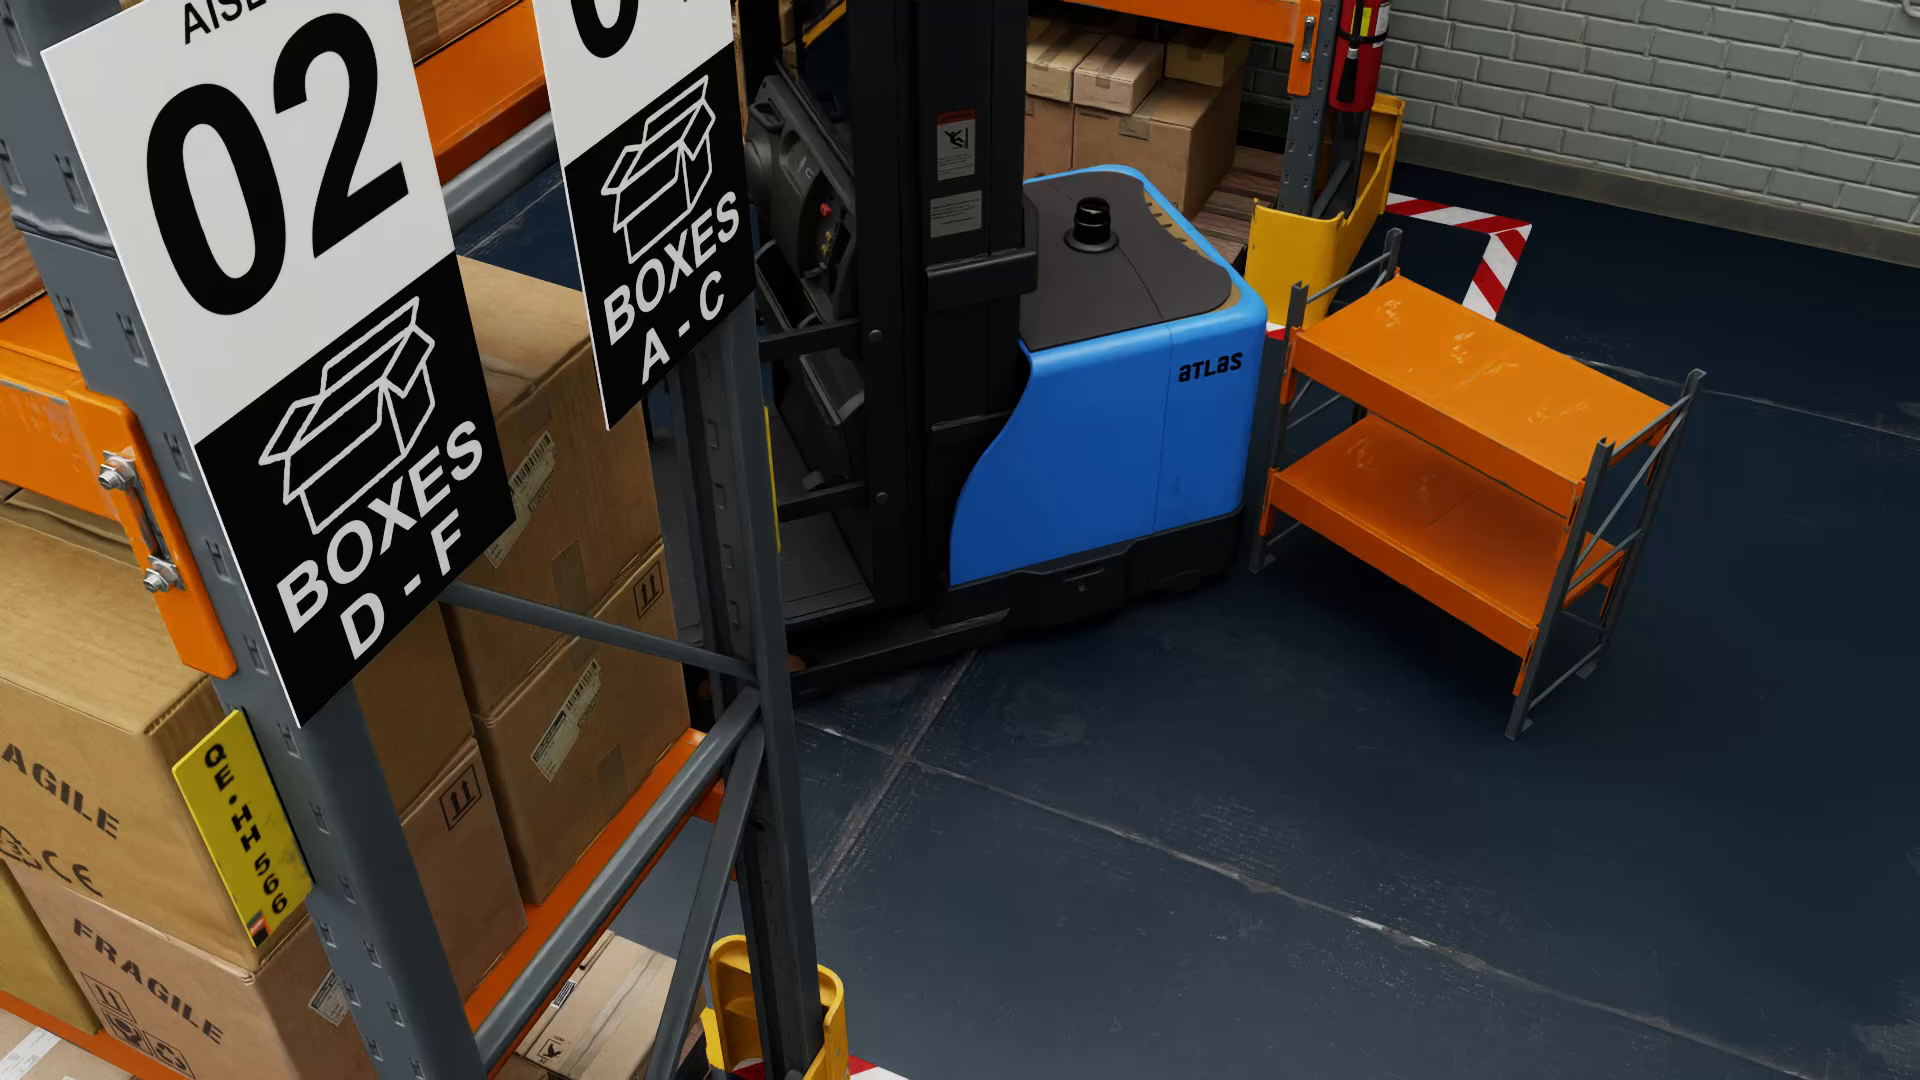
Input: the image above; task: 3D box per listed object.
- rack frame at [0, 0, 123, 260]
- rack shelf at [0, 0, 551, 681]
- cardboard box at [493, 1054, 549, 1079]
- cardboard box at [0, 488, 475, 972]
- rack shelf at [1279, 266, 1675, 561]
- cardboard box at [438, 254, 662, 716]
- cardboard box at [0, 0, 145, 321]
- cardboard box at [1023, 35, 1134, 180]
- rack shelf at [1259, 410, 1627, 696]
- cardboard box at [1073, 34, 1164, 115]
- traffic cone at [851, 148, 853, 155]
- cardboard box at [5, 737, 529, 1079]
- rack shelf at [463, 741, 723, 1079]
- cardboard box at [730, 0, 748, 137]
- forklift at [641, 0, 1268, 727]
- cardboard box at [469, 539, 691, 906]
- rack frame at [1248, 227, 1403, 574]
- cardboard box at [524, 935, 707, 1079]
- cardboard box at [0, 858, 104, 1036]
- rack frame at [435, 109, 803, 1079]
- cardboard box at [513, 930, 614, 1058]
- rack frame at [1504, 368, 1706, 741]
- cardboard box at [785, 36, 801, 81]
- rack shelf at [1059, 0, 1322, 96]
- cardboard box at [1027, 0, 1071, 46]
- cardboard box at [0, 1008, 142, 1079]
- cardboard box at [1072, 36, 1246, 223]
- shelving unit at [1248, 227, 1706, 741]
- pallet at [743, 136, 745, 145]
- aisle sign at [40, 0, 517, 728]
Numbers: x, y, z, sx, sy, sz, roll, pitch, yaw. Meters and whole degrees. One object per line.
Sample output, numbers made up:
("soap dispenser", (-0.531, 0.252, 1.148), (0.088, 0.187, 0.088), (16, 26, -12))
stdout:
("rack frame", (-0.578, -1.692, 0.832), (0.127, 3.000, 1.000), (17, 44, 19))
("rack shelf", (-2.391, -0.840, 2.689), (4.000, 0.370, 1.077), (17, 44, 19))
("cardboard box", (-1.175, 1.349, 3.476), (0.500, 0.500, 0.500), (17, 44, 19))
("cardboard box", (-1.098, 0.199, 2.390), (0.500, 0.500, 0.500), (17, 44, 18))
("rack shelf", (1.513, -0.401, 4.906), (0.538, 0.278, 1.000), (-30, 49, -30))
("cardboard box", (-0.869, -0.120, 2.759), (0.500, 0.500, 0.500), (18, 44, 20))
("cardboard box", (-1.155, -0.488, 1.847), (0.500, 0.250, 0.500), (17, 44, 19))
("cardboard box", (0.382, -1.853, 7.186), (0.500, 0.500, 0.700), (17, 44, 19))
("rack shelf", (1.513, 0.005, 5.258), (0.538, 0.278, 1.000), (-30, 49, -30))
("cardboard box", (0.643, -1.887, 6.730), (0.250, 0.149, 0.380), (16, 44, 18))
("traffic cone", (-0.216, -0.778, 4.994), (0.252, 1.202, 0.259), (17, 44, 19))
("cardboard box", (-1.099, 0.575, 2.720), (0.500, 0.500, 0.500), (18, 44, 20))
("rack shelf", (-2.391, 0.219, 3.607), (3.809, 0.124, 0.919), (17, 44, 19))
("cardboard box", (-1.024, -2.279, 7.677), (0.500, 0.500, 0.700), (17, 44, 18))
("forklift", (-0.636, -0.935, 4.591), (3.031, 2.935, 1.130), (-14, 43, -16))
("cardboard box", (-0.869, 0.258, 3.086), (0.500, 0.500, 0.500), (18, 44, 20))
("rack frame", (1.173, -0.427, 5.384), (0.500, 1.125, 0.032), (-30, 49, -30))
("cardboard box", (-0.813, 1.166, 3.955), (0.250, 0.149, 0.380), (17, 44, 19))
("cardboard box", (-1.571, 0.433, 2.884), (0.500, 0.500, 0.500), (17, 44, 19))
("rack frame", (-0.577, 0.573, 2.799), (0.053, 2.616, 0.949), (17, 44, 19))
("cardboard box", (-1.039, 1.090, 4.029), (0.250, 0.166, 0.380), (17, 44, 19))
("rack frame", (1.853, 0.068, 4.812), (0.500, 1.125, 0.032), (-30, 49, -30))
("cardboard box", (-0.560, -2.136, 7.512), (0.500, 0.500, 0.700), (18, 44, 20))
("rack shelf", (-0.300, -2.648, 7.064), (4.000, 0.370, 1.077), (17, 44, 19))
("cardboard box", (0.348, -2.253, 7.152), (0.250, 0.149, 0.380), (17, 44, 19))
("cardboard box", (-2.024, 1.163, 3.882), (0.500, 0.250, 0.500), (17, 44, 19))
("cardboard box", (0.836, -1.715, 7.026), (0.500, 0.500, 0.700), (17, 44, 19))
("shelving unit", (1.513, -0.179, 5.098), (0.538, 1.125, 1.048), (-30, 49, -30))
("pallet", (-0.347, -1.826, 7.696), (1.213, 0.211, 1.003), (17, 44, 19))
("aisle sign", (-0.646, -0.207, 1.713), (0.004, 0.787, 0.394), (17, 44, 19))
